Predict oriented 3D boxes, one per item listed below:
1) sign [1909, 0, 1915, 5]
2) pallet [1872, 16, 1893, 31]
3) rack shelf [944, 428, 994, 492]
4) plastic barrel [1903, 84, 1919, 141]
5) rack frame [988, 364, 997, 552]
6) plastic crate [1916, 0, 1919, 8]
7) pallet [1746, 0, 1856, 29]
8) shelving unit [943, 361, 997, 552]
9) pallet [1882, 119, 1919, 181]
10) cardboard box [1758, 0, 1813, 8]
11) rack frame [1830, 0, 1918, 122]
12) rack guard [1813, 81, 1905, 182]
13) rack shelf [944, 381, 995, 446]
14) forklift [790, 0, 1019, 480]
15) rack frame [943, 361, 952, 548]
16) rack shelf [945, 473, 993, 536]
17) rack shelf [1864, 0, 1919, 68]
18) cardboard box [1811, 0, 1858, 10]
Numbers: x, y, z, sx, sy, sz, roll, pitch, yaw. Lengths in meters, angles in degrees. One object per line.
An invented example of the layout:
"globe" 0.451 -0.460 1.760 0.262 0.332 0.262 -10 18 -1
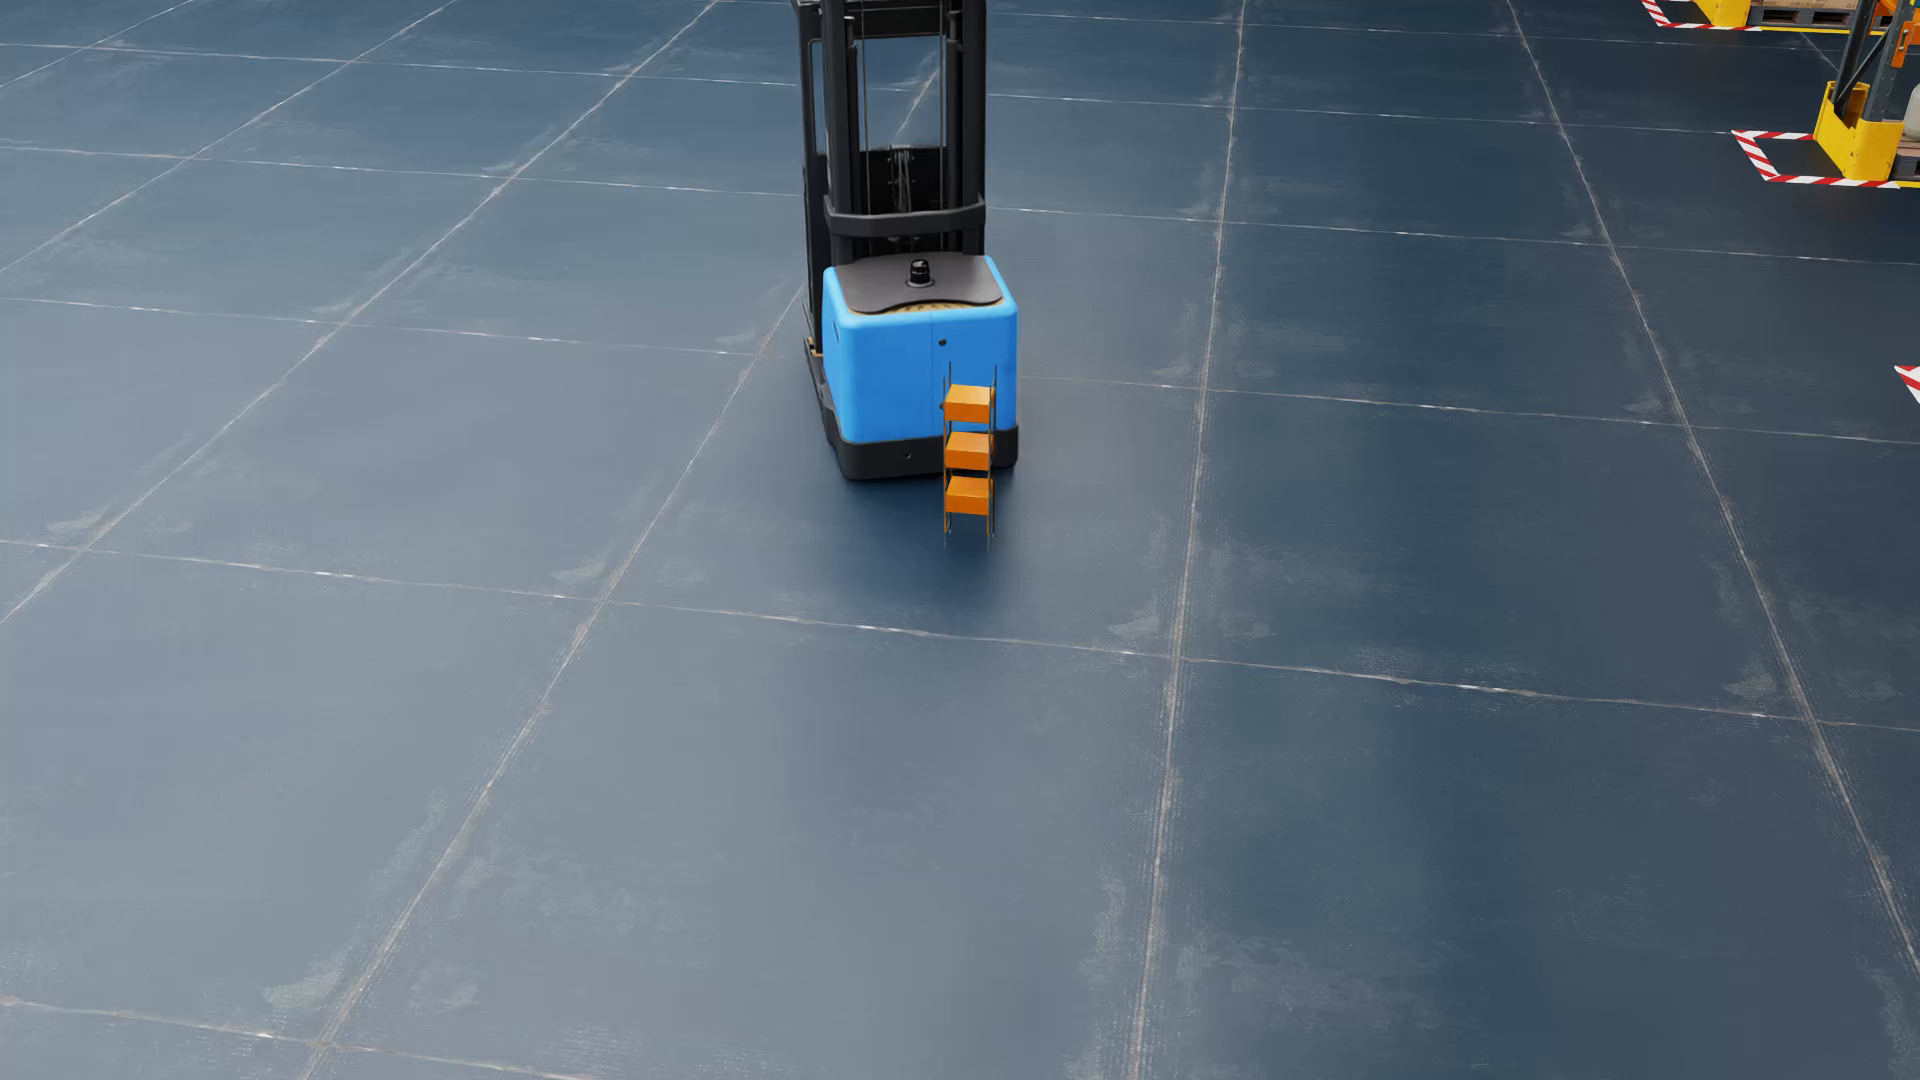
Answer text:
"sign" 7.632 -4.440 13.256 0.005 0.325 0.100 5 32 8
"pallet" 10.526 -5.862 18.416 1.213 0.211 1.003 5 32 8
"rack shelf" 0.053 -0.431 8.969 0.240 0.259 0.215 5 32 8
"plastic barrel" 8.391 -3.715 14.307 0.421 0.512 0.421 0 32 0
"rack frame" 0.173 -0.429 8.946 0.008 1.050 0.200 5 32 8
"plastic crate" 8.273 -4.659 14.006 0.616 0.251 0.499 5 32 8
"pallet" 9.327 -5.972 18.592 1.213 0.211 1.003 5 32 8
"shelving unit" 0.053 -0.440 8.964 0.252 1.050 0.215 5 32 8
"pallet" 8.612 -3.371 14.436 1.213 0.211 1.003 5 32 8
"cardboard box" 9.057 -6.049 18.282 0.500 0.250 0.500 5 32 8
"rack frame" 7.729 -4.610 13.788 0.127 3.000 1.000 5 32 8
"rack guard" 7.812 -3.568 14.480 0.348 0.500 1.175 5 32 8
"rack shelf" 0.053 -0.672 8.819 0.240 0.259 0.215 5 32 8
"forklift" -0.436 -2.362 10.262 1.130 2.935 3.031 -6 33 -9
"rack frame" -0.068 -0.451 8.981 0.008 1.050 0.200 5 32 8
"rack shelf" 0.053 -0.196 9.117 0.240 0.259 0.215 5 32 8
"rack shelf" 9.701 -4.127 13.694 4.000 0.370 1.077 5 32 8
"cardboard box" 9.551 -6.006 18.214 0.500 0.250 0.500 5 32 8
